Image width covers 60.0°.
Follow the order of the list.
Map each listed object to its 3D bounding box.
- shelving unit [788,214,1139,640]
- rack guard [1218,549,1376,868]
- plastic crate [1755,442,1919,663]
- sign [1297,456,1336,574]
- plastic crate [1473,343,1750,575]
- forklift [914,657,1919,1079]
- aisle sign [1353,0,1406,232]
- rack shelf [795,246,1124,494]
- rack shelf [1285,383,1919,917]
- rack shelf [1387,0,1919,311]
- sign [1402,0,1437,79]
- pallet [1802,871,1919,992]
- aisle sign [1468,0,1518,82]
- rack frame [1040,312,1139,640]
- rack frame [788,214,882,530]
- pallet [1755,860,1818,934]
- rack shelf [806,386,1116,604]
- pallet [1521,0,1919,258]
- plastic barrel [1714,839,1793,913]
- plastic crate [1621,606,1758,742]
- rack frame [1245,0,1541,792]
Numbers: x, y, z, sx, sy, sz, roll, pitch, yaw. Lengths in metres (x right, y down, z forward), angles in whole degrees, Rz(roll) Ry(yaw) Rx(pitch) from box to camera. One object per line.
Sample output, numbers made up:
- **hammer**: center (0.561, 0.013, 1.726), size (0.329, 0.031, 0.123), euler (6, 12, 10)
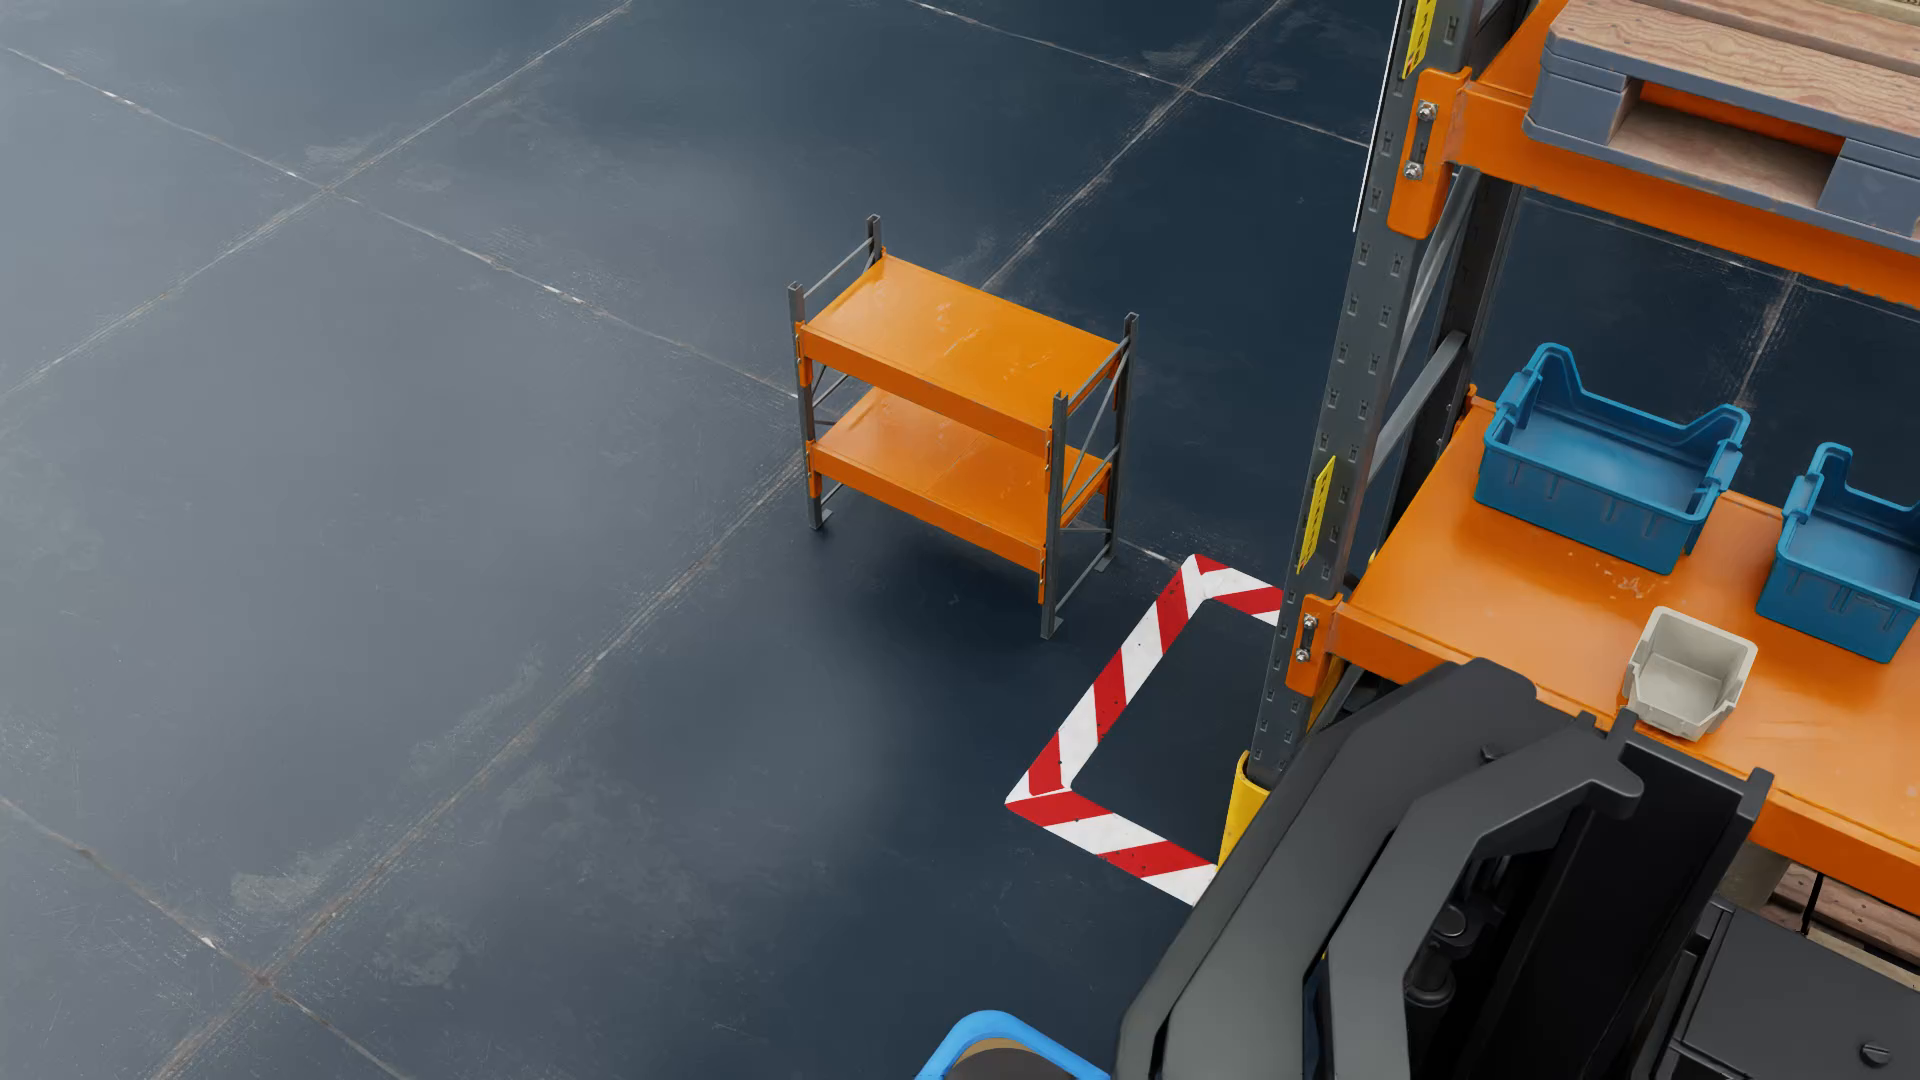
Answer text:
- **shelving unit**: center (0.006, -0.389, 5.844), size (1.048, 1.125, 0.538), euler (25, 51, 22)
- **rack guard**: center (1.250, 0.581, 5.337), size (0.348, 0.500, 1.175), euler (25, 51, 22)
- **plastic crate**: center (2.287, 0.029, 4.234), size (0.408, 0.251, 0.499), euler (25, 51, 22)
- **sign**: center (0.860, -0.057, 4.021), size (0.005, 0.325, 0.100), euler (25, 51, 22)
- **plastic crate**: center (1.744, -0.226, 4.482), size (0.616, 0.251, 0.499), euler (25, 51, 22)
- **forklift**: center (0.994, 1.646, 2.607), size (3.031, 2.935, 1.130), euler (26, 51, 23)
- **aisle sign**: center (0.942, -1.048, 3.364), size (0.004, 0.787, 0.394), euler (25, 51, 22)
- **rack shelf**: center (0.006, -0.593, 5.634), size (1.000, 0.278, 0.538), euler (25, 51, 22)
- **rack shelf**: center (2.845, 0.734, 3.947), size (4.000, 0.370, 1.077), euler (25, 51, 22)
- **rack shelf**: center (2.845, -0.312, 2.871), size (4.000, 0.370, 1.077), euler (25, 51, 22)
- **sign**: center (0.860, -1.009, 3.041), size (0.005, 0.325, 0.100), euler (25, 51, 22)
- **pallet**: center (2.954, 1.472, 4.672), size (1.213, 0.211, 1.003), euler (25, 51, 22)
- **aisle sign**: center (1.261, -1.404, 3.711), size (0.004, 0.787, 0.394), euler (25, 51, 22)
- **rack frame**: center (0.434, -0.193, 5.653), size (0.032, 1.125, 0.500), euler (25, 51, 22)
- **rack frame**: center (-0.422, -0.586, 6.035), size (0.032, 1.125, 0.500), euler (25, 51, 22)
- **pallet**: center (1.931, 0.999, 5.132), size (1.213, 0.211, 1.003), euler (25, 51, 22)
- **rack shelf**: center (0.006, -0.219, 6.019), size (1.000, 0.278, 0.538), euler (25, 51, 22)
- **pallet**: center (1.805, -0.891, 3.065), size (1.213, 0.211, 1.003), euler (25, 51, 22)
- **plastic barrel**: center (2.178, 0.832, 4.792), size (0.421, 0.512, 0.421), euler (0, 46, 0)
- **plastic crate**: center (1.741, 0.341, 4.011), size (0.250, 0.136, 0.298), euler (25, 51, 22)
- **rack frame**: center (1.161, -0.291, 4.442), size (0.127, 3.000, 1.000), euler (25, 51, 22)
